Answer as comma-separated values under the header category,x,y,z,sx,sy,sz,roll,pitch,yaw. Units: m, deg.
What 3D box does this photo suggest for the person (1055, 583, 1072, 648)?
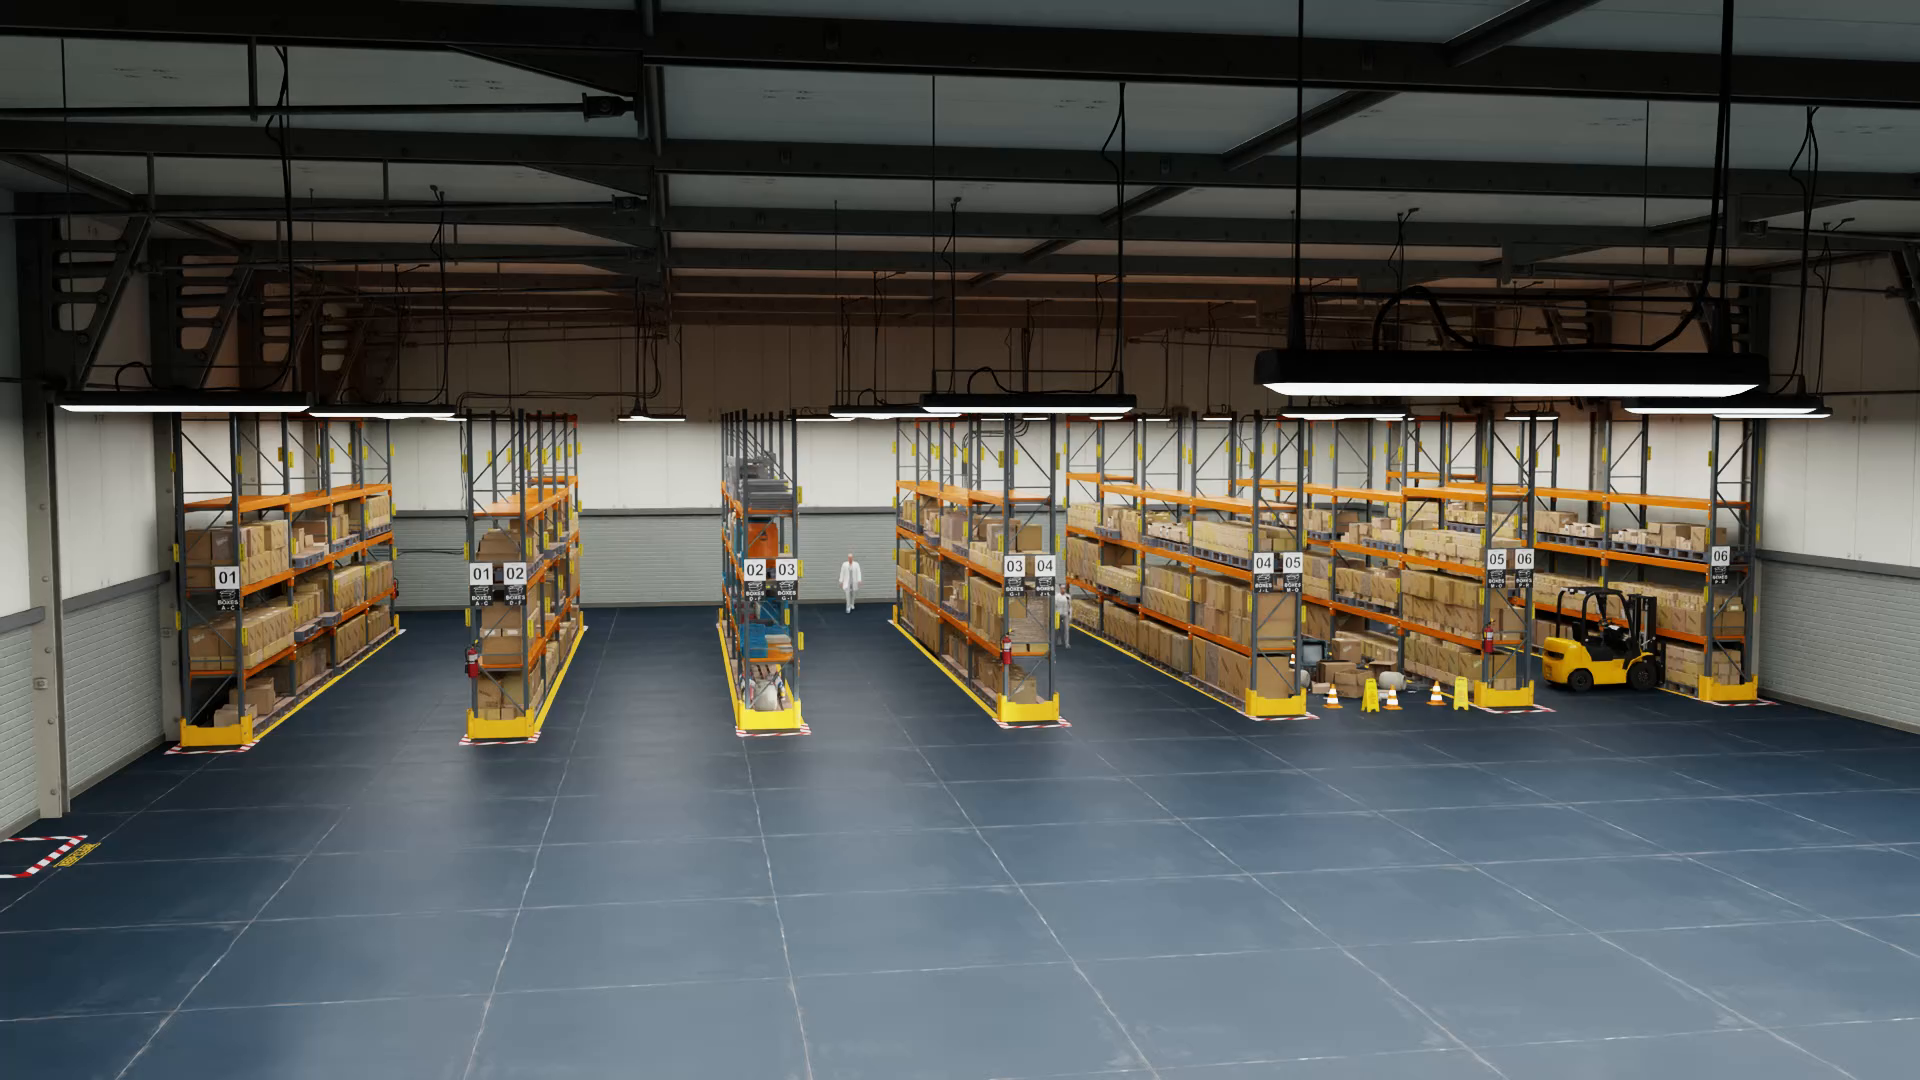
category,x,y,z,sx,sy,sz,roll,pitch,yaw
person,2.621,1.913,42.550,0.548,1.634,0.996,0,4,-5

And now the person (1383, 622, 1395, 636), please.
category,x,y,z,sx,sy,sz,roll,pitch,yaw
person,11.611,1.698,44.904,0.602,1.791,0.467,-3,5,-40

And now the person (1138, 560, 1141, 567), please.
category,x,y,z,sx,sy,sz,roll,pitch,yaw
person,5.313,1.459,48.919,0.398,1.730,0.569,2,5,30

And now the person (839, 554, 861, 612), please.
category,x,y,z,sx,sy,sz,roll,pitch,yaw
person,-3.346,1.290,50.816,0.653,1.718,1.102,-1,4,-9
